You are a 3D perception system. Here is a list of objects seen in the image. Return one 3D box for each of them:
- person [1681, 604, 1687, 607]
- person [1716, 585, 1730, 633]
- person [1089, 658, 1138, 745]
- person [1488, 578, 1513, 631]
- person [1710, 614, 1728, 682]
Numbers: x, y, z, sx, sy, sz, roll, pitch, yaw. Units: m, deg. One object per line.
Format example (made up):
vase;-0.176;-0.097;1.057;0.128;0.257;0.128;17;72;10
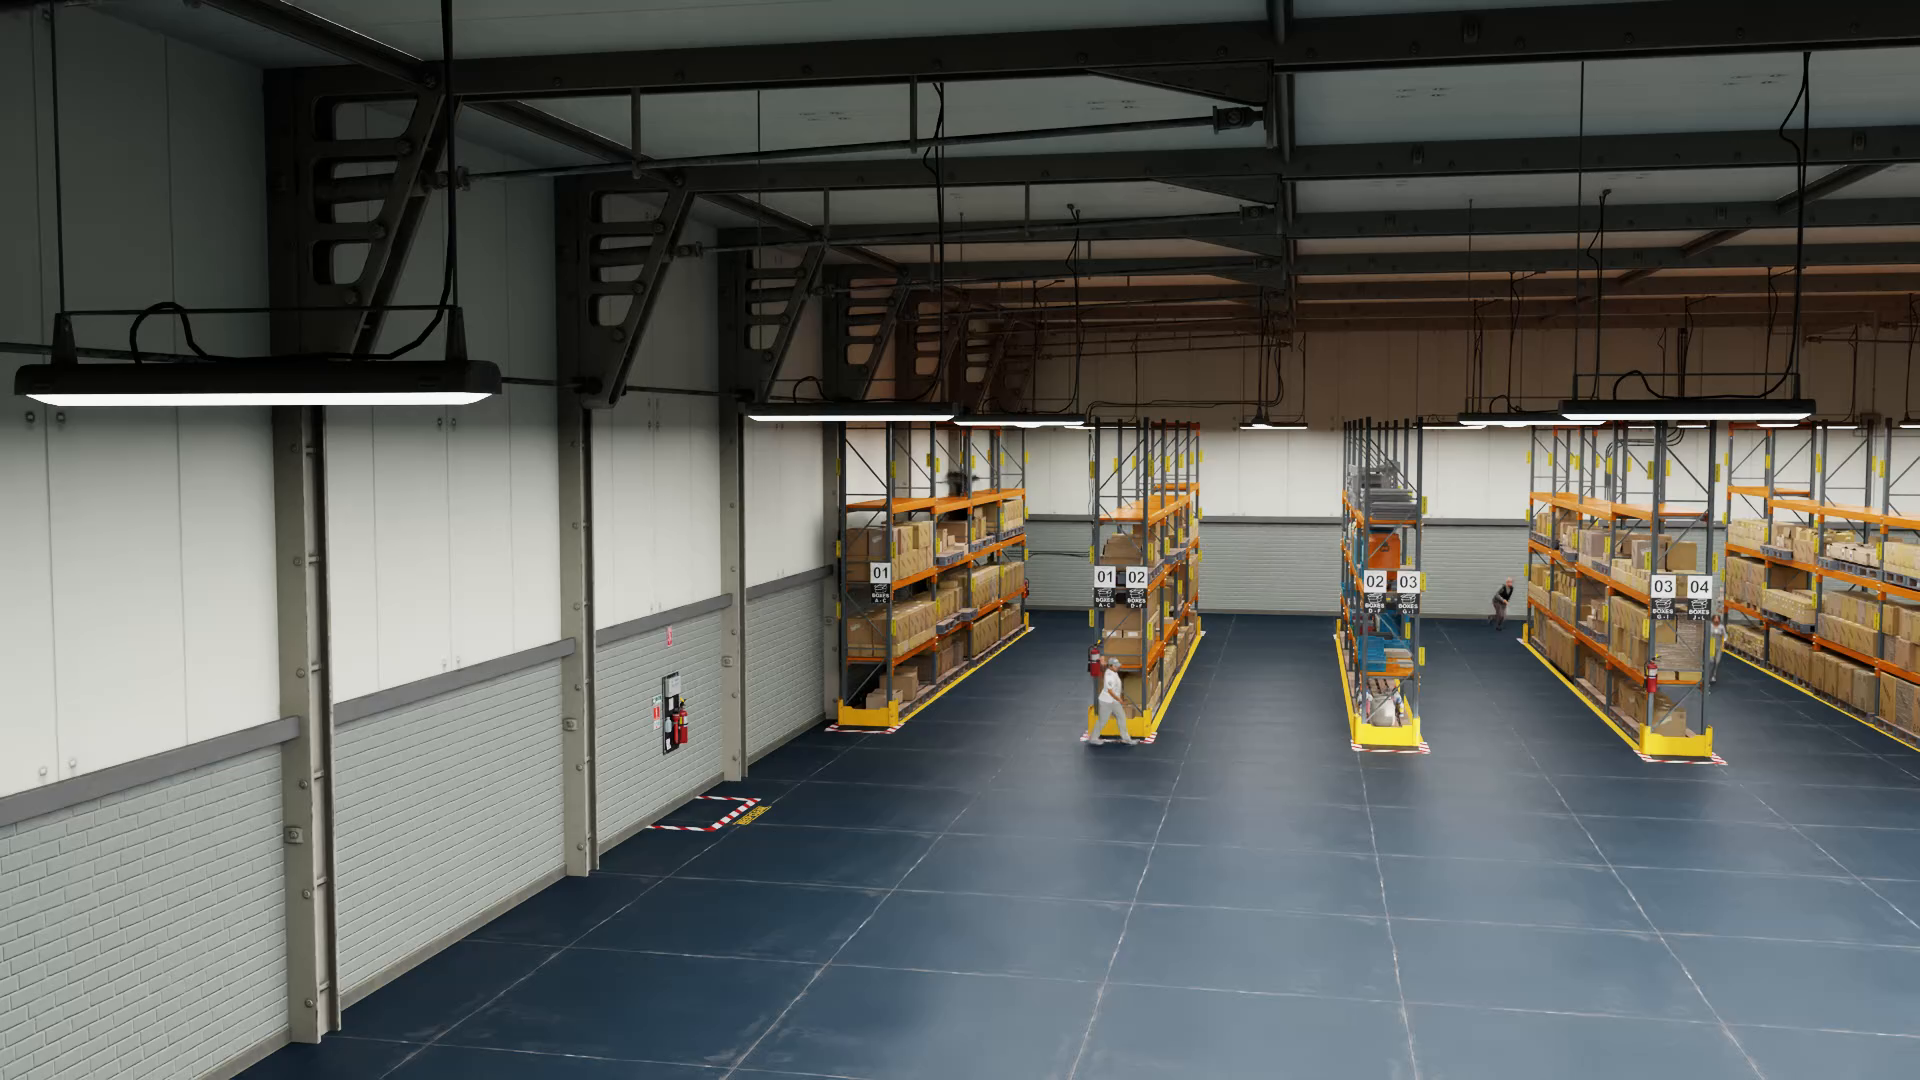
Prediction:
person;19.240;2.014;44.862;0.719;1.591;0.860;1;4;21
person;20.881;1.992;45.340;0.636;1.576;0.647;1;4;9
person;2.761;2.923;30.112;0.873;1.618;0.568;1;4;16
person;15.639;1.840;48.029;0.674;1.546;0.877;-2;4;-30
person;17.350;2.470;38.201;0.540;1.548;0.563;1;4;15
